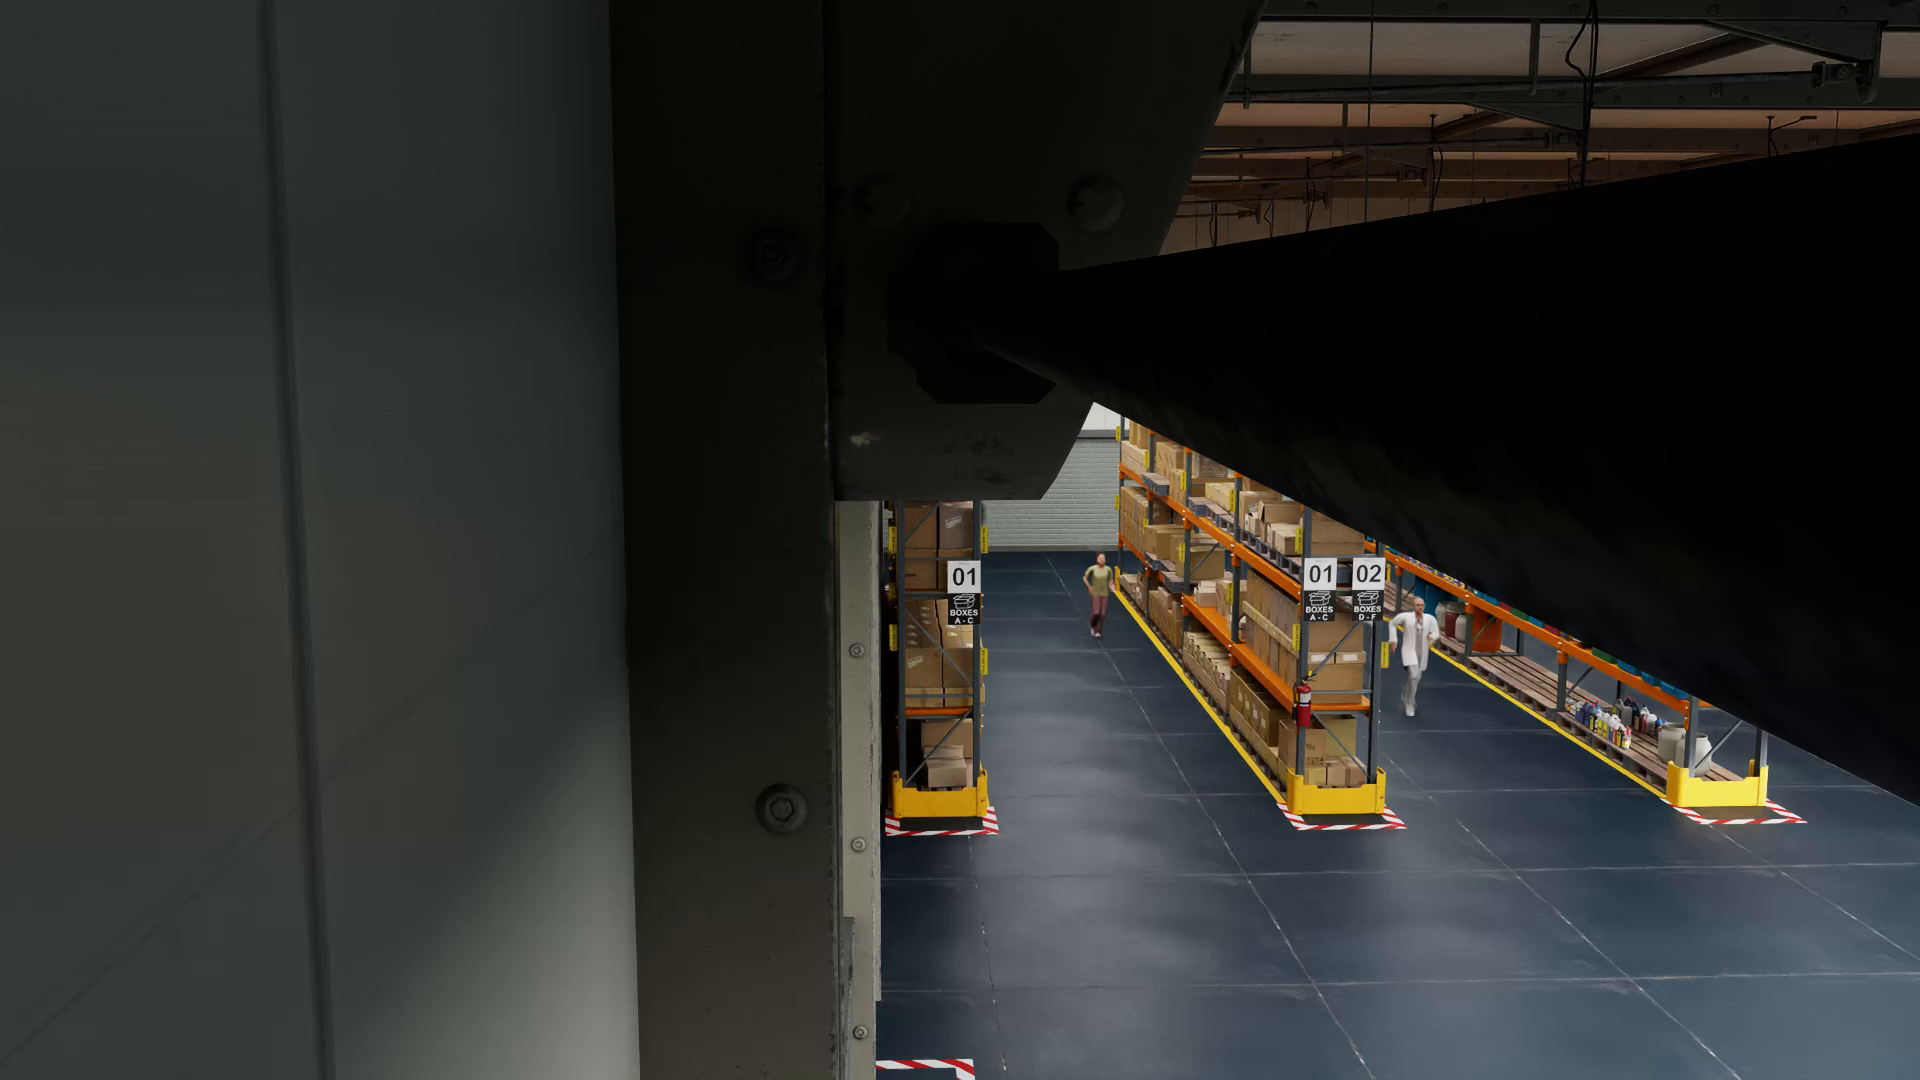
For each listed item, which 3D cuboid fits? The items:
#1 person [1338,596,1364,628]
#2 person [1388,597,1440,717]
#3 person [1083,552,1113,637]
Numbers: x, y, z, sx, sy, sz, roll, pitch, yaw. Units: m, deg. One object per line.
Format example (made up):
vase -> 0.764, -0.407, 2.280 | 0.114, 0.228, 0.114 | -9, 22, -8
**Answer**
person -> 6.918, 1.235, 29.505 | 0.665, 1.746, 0.807 | -3, 9, -22
person -> 7.003, 1.786, 25.592 | 0.667, 1.839, 0.897 | -1, 8, -10
person -> 2.627, 1.037, 31.154 | 0.555, 1.623, 0.527 | -2, 8, -10
